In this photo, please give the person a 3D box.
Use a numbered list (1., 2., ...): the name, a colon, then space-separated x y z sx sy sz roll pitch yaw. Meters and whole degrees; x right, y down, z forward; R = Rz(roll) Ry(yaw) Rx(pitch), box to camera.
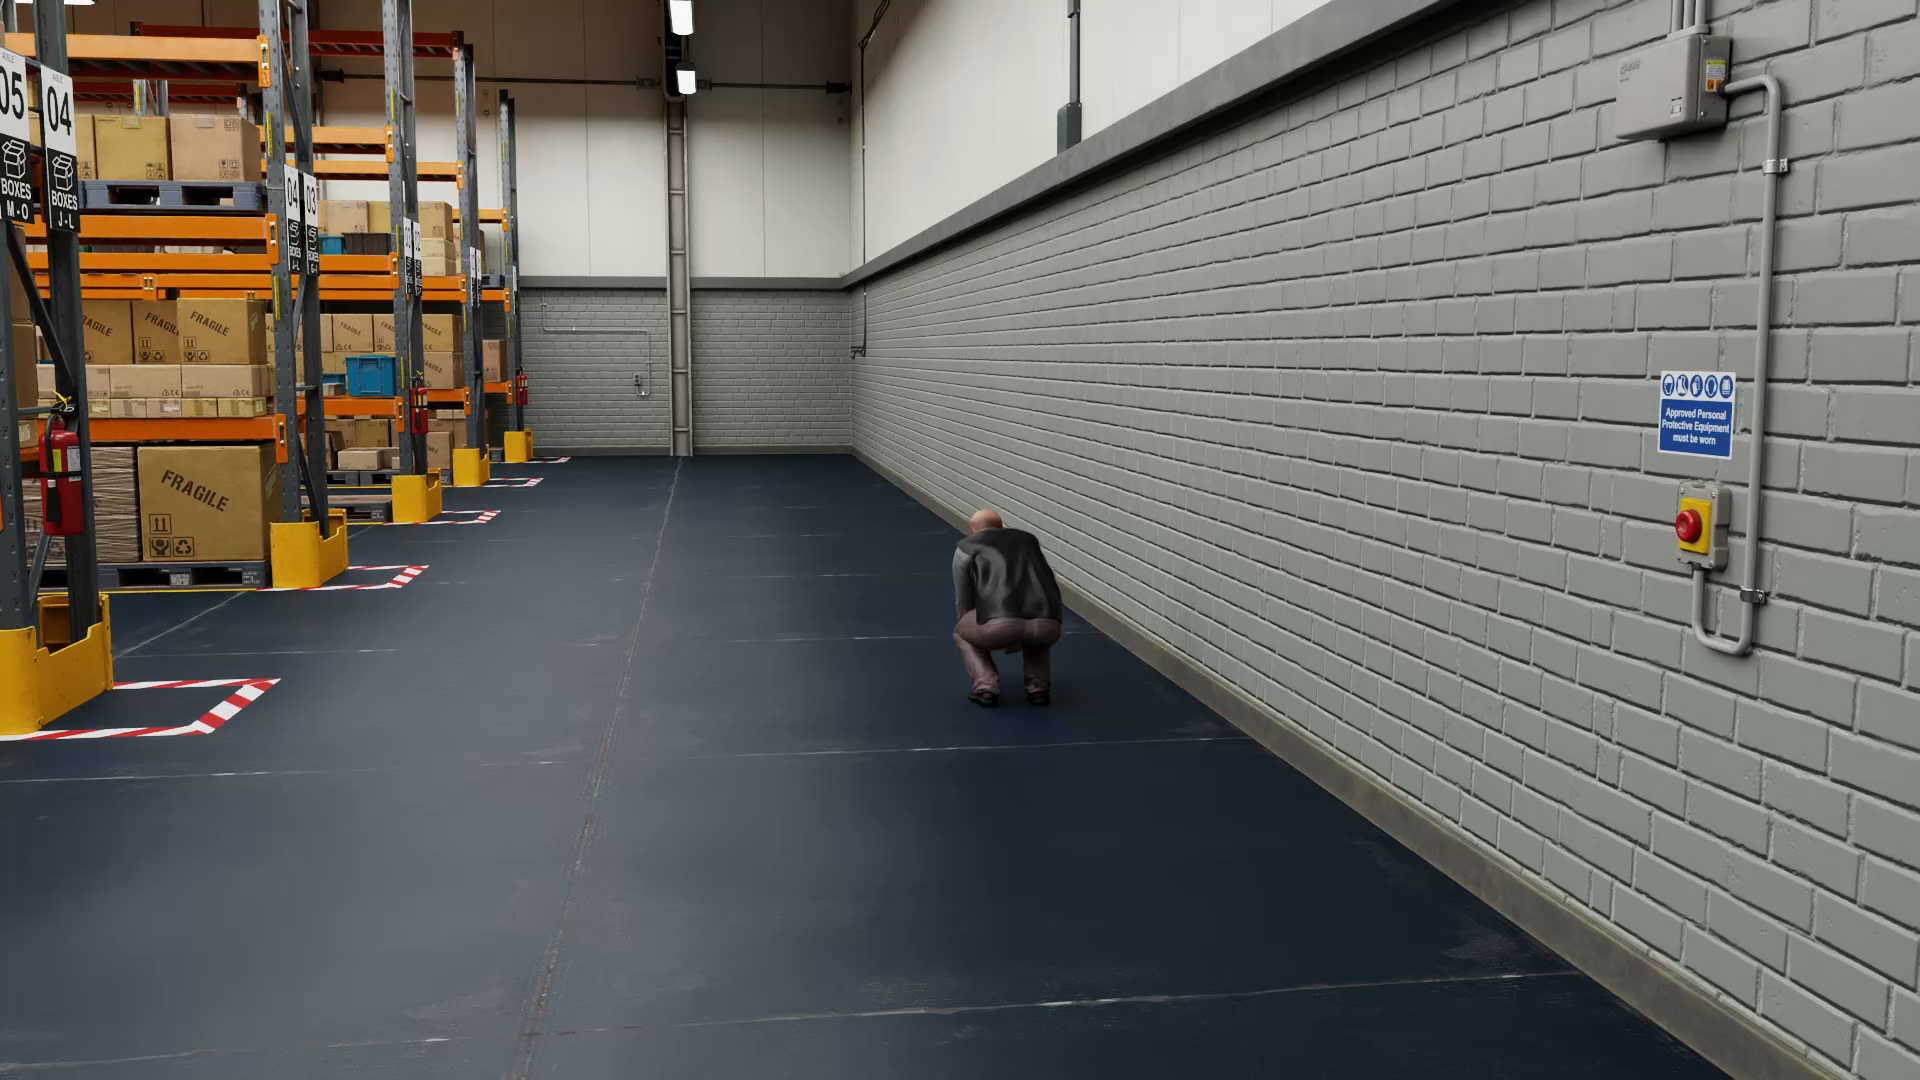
1. person: 0.232 0.346 8.689 0.518 0.967 0.888 -1 7 -10
